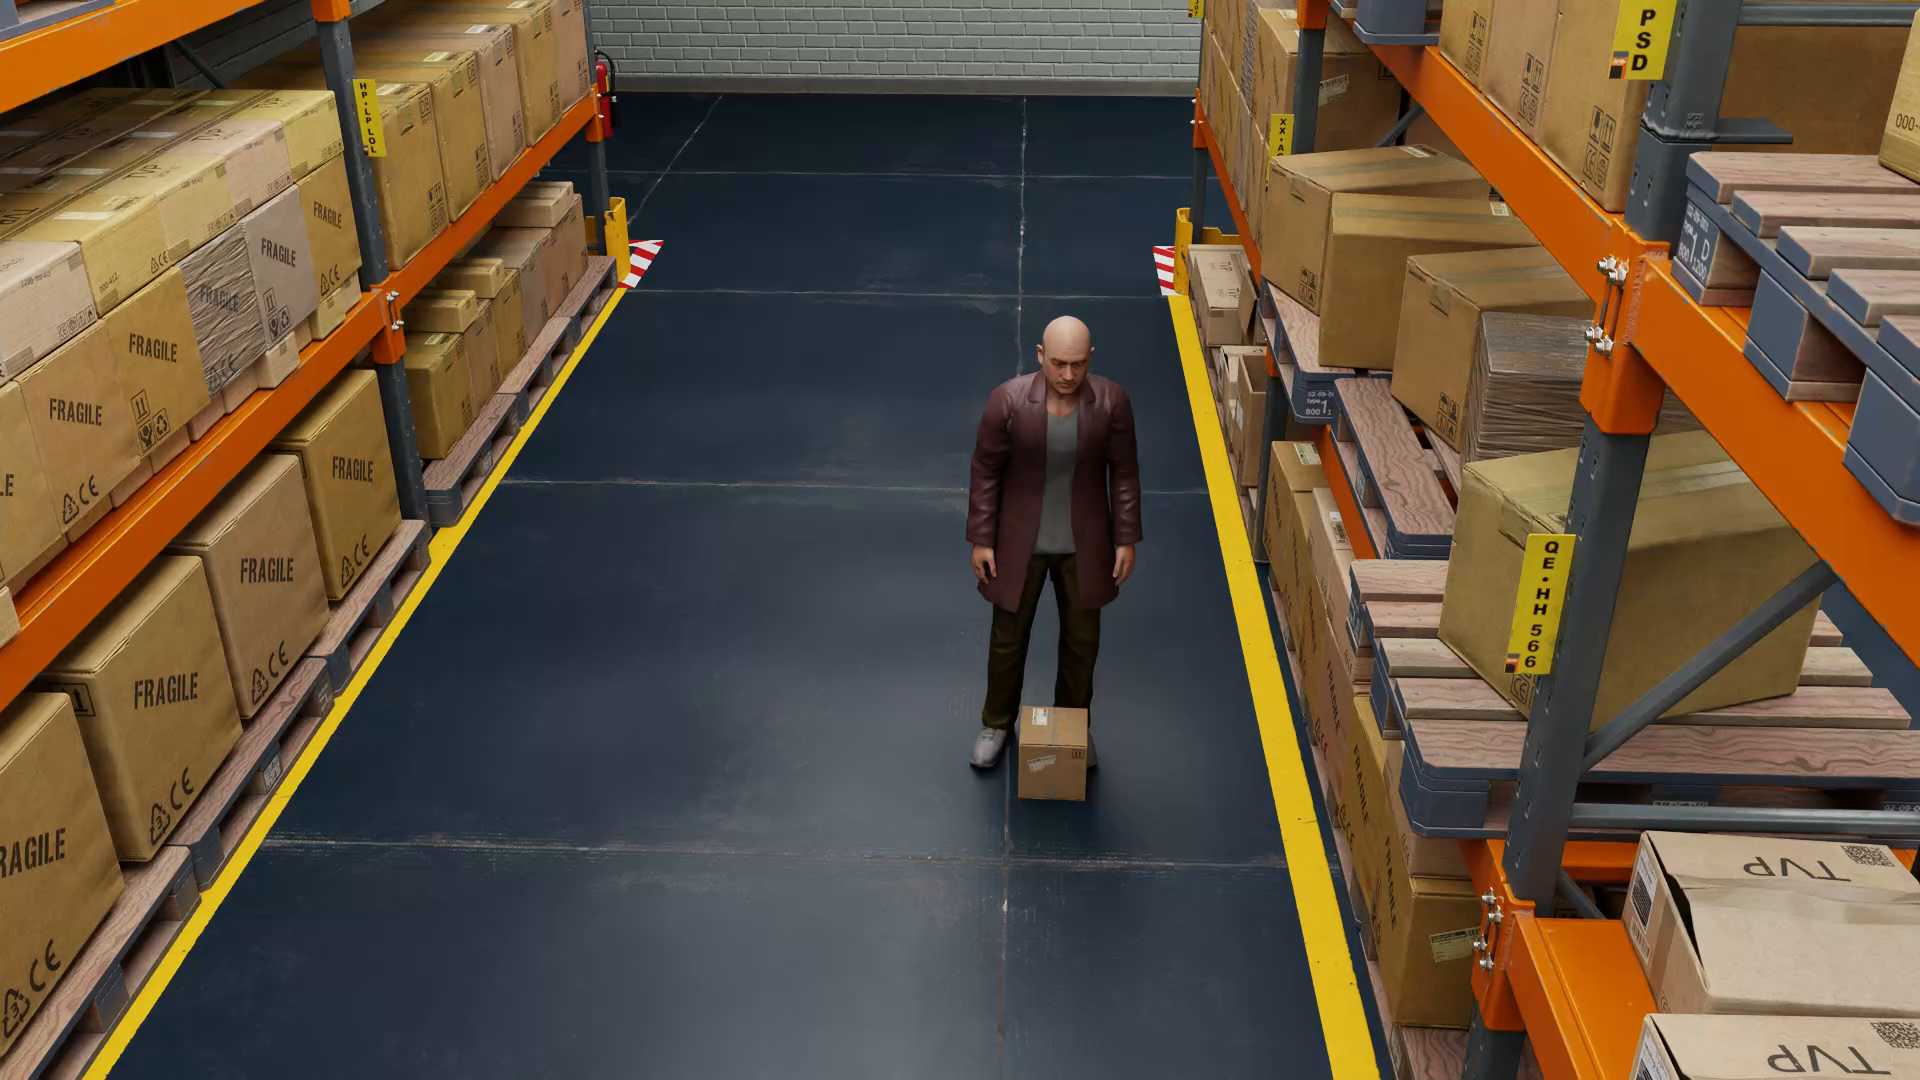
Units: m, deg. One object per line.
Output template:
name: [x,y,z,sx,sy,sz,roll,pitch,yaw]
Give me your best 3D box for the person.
person: [0.346,0.012,6.114,0.654,1.774,0.424,0,28,-1]
